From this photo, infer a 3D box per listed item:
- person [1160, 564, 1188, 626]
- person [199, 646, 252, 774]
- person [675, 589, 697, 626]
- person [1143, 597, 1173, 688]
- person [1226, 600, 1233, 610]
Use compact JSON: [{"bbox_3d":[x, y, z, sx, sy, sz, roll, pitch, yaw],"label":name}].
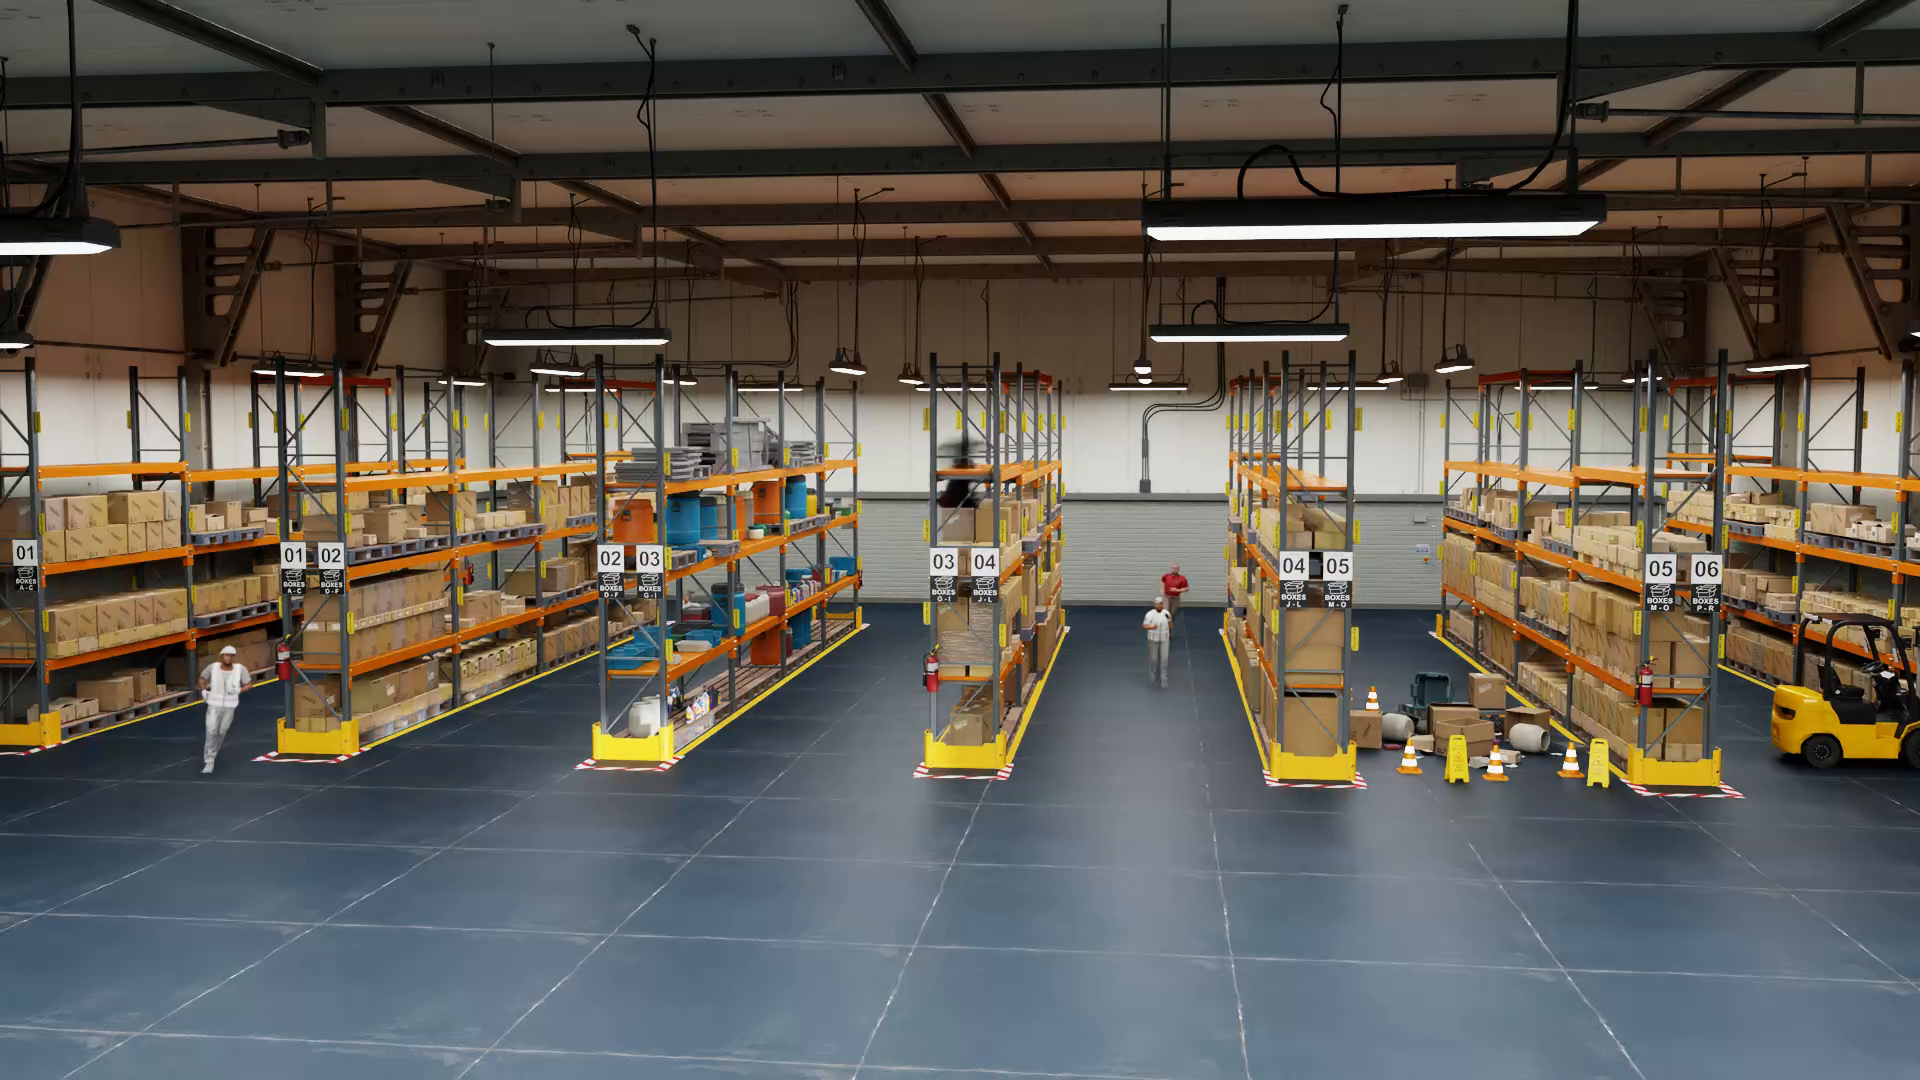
[{"bbox_3d":[4.979,1.429,38.738,0.679,1.747,0.906,1,4,13],"label":"person"},{"bbox_3d":[-10.699,2.419,24.214,0.729,1.785,0.900,-2,5,-30],"label":"person"},{"bbox_3d":[-5.473,1.816,33.342,0.618,1.698,0.836,1,4,10],"label":"person"},{"bbox_3d":[3.760,1.913,31.484,0.602,1.663,0.913,0,4,-2],"label":"person"},{"bbox_3d":[6.775,1.284,40.263,0.723,1.750,0.676,0,4,-6],"label":"person"}]
